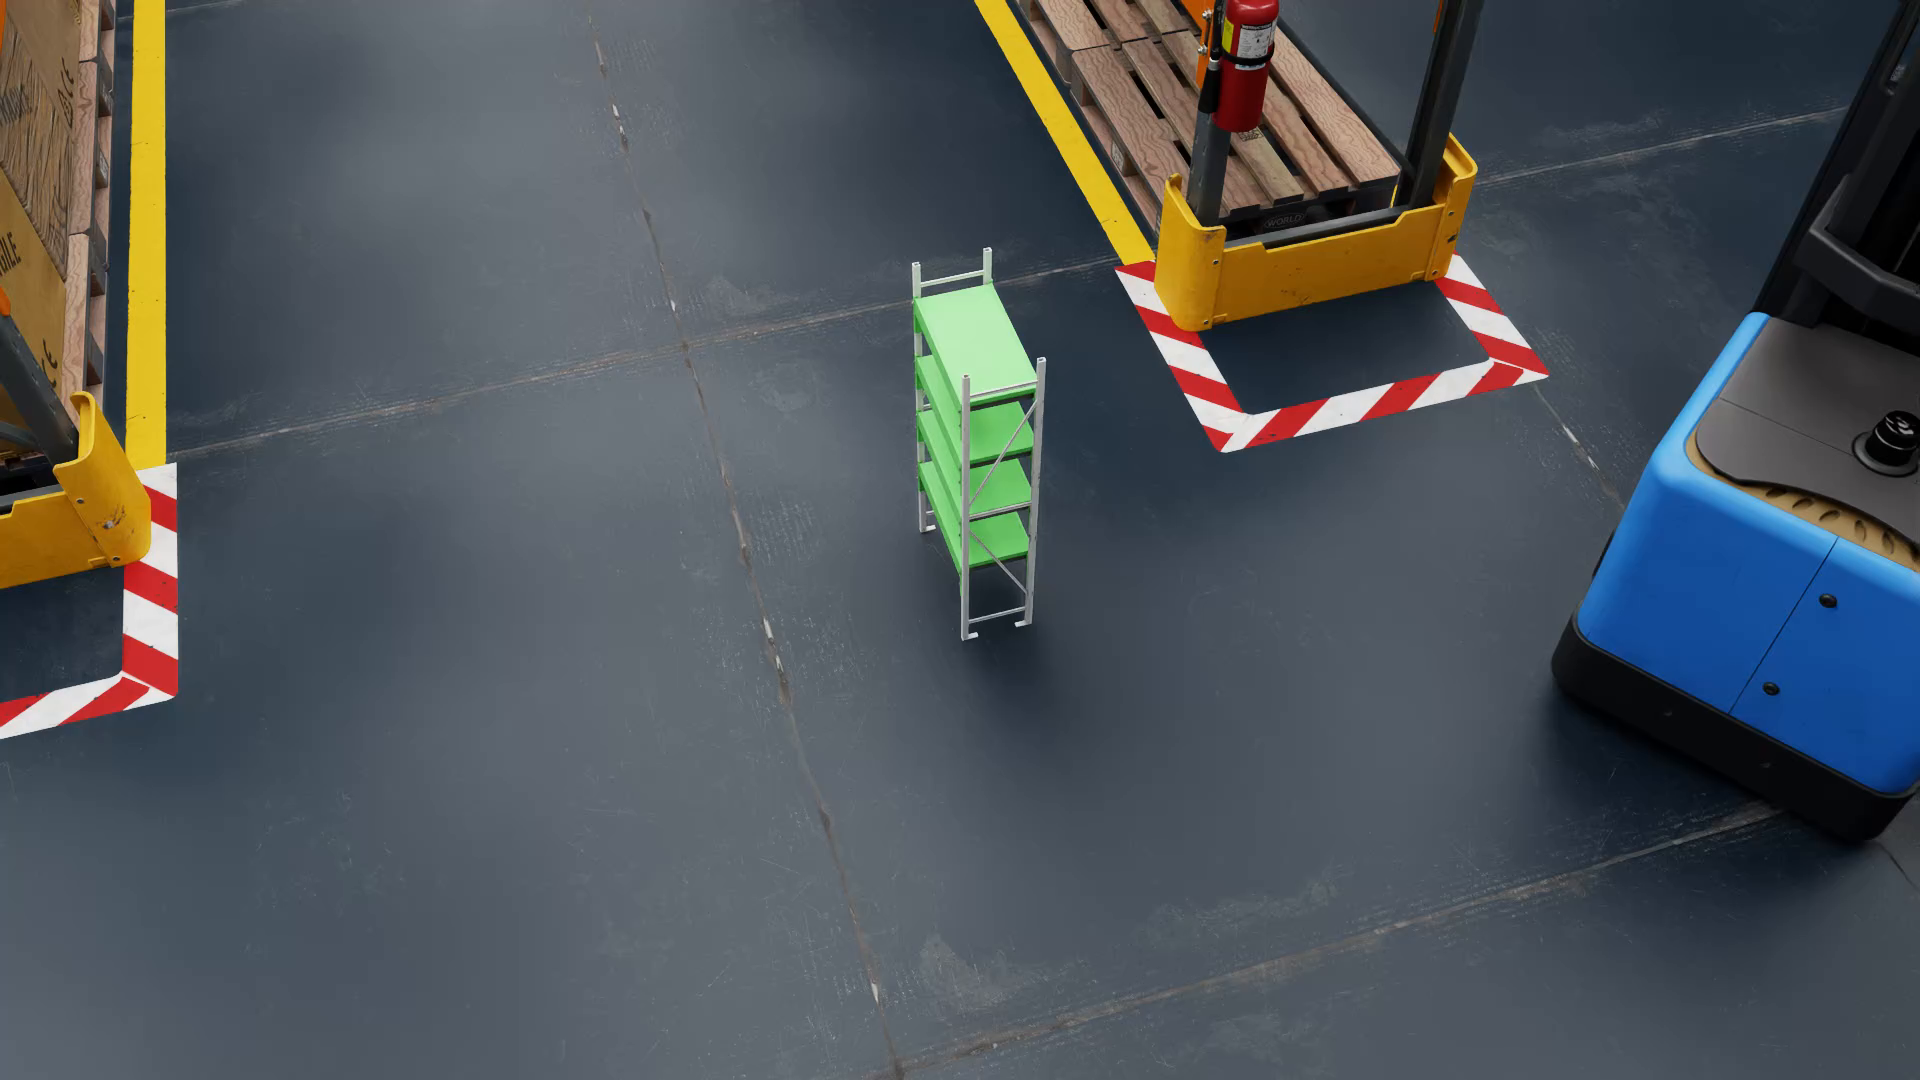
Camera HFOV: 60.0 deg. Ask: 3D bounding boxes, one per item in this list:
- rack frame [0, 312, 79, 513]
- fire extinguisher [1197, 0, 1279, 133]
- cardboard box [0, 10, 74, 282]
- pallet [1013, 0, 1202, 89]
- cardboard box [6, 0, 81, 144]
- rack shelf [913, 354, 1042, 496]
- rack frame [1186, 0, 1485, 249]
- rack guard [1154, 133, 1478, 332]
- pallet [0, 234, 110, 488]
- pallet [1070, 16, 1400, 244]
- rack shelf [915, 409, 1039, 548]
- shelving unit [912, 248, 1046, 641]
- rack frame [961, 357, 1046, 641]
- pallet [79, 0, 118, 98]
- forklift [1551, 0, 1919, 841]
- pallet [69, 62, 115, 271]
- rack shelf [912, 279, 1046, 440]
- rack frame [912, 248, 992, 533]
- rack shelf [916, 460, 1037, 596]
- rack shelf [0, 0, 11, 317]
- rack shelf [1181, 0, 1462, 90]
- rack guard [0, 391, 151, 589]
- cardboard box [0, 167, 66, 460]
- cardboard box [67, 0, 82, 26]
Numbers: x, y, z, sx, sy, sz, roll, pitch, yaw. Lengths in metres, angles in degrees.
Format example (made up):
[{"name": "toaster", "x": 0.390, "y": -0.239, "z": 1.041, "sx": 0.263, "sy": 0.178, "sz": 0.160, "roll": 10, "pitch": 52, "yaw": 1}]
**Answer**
[{"name": "rack frame", "x": -3.389, "y": -0.911, "z": 4.556, "sx": 1.000, "sy": 3.000, "sz": 0.127, "roll": -13, "pitch": 51, "yaw": -11}, {"name": "fire extinguisher", "x": 0.953, "y": -1.672, "z": 5.493, "sx": 0.296, "sy": 0.674, "sz": 0.183, "roll": -13, "pitch": 51, "yaw": -11}, {"name": "cardboard box", "x": -3.923, "y": -1.475, "z": 6.147, "sx": 0.875, "sy": 0.875, "sz": 0.875, "roll": -13, "pitch": 51, "yaw": -11}, {"name": "pallet", "x": 0.779, "y": -2.632, "z": 7.831, "sx": 1.003, "sy": 0.211, "sz": 1.213, "roll": -13, "pitch": 51, "yaw": -11}, {"name": "cardboard box", "x": -4.187, "y": -2.125, "z": 6.695, "sx": 0.875, "sy": 0.875, "sz": 0.875, "roll": -13, "pitch": 51, "yaw": -11}, {"name": "rack shelf", "x": 0.049, "y": -0.379, "z": 5.055, "sx": 0.258, "sy": 0.148, "sz": 0.480, "roll": -13, "pitch": 51, "yaw": -11}, {"name": "rack frame", "x": 1.343, "y": -2.030, "z": 5.500, "sx": 1.000, "sy": 3.000, "sz": 0.127, "roll": -13, "pitch": 51, "yaw": -11}, {"name": "rack guard", "x": 1.362, "y": -1.210, "z": 6.443, "sx": 1.175, "sy": 0.500, "sz": 0.348, "roll": -13, "pitch": 51, "yaw": -11}, {"name": "pallet", "x": -3.700, "y": -0.578, "z": 6.099, "sx": 1.003, "sy": 0.211, "sz": 1.213, "roll": -13, "pitch": 51, "yaw": -11}, {"name": "pallet", "x": 1.136, "y": -1.743, "z": 7.081, "sx": 1.003, "sy": 0.211, "sz": 1.213, "roll": -13, "pitch": 51, "yaw": -11}, {"name": "rack shelf", "x": 0.049, "y": -0.225, "z": 5.238, "sx": 0.258, "sy": 0.148, "sz": 0.480, "roll": -13, "pitch": 51, "yaw": -11}, {"name": "shelving unit", "x": 0.049, "y": -0.266, "z": 5.189, "sx": 0.258, "sy": 1.200, "sz": 0.503, "roll": -13, "pitch": 51, "yaw": -11}, {"name": "rack frame", "x": 0.121, "y": -0.088, "z": 5.039, "sx": 0.240, "sy": 1.200, "sz": 0.015, "roll": -13, "pitch": 51, "yaw": -11}, {"name": "pallet", "x": -4.421, "y": -2.360, "z": 7.602, "sx": 1.003, "sy": 0.211, "sz": 1.213, "roll": -13, "pitch": 51, "yaw": -11}, {"name": "forklift", "x": 3.183, "y": -1.140, "z": 4.794, "sx": 1.130, "sy": 2.935, "sz": 3.031, "roll": 30, "pitch": 56, "yaw": 23}, {"name": "pallet", "x": -4.057, "y": -1.468, "z": 6.849, "sx": 1.003, "sy": 0.211, "sz": 1.213, "roll": -13, "pitch": 51, "yaw": -11}, {"name": "rack shelf", "x": 0.049, "y": -0.534, "z": 4.871, "sx": 0.258, "sy": 0.148, "sz": 0.480, "roll": -13, "pitch": 51, "yaw": -11}, {"name": "rack frame", "x": -0.023, "y": -0.444, "z": 5.340, "sx": 0.240, "sy": 1.200, "sz": 0.015, "roll": -13, "pitch": 51, "yaw": -11}, {"name": "rack shelf", "x": 0.049, "y": -0.070, "z": 5.422, "sx": 0.258, "sy": 0.148, "sz": 0.480, "roll": -13, "pitch": 51, "yaw": -11}, {"name": "rack shelf", "x": -3.980, "y": -2.139, "z": 6.062, "sx": 1.077, "sy": 0.370, "sz": 4.000, "roll": -13, "pitch": 51, "yaw": -11}, {"name": "rack shelf", "x": 0.751, "y": -3.259, "z": 7.006, "sx": 1.077, "sy": 0.370, "sz": 4.000, "roll": -13, "pitch": 51, "yaw": -11}, {"name": "rack guard", "x": -3.382, "y": -0.087, "z": 5.497, "sx": 1.175, "sy": 0.500, "sz": 0.348, "roll": -13, "pitch": 51, "yaw": -11}, {"name": "cardboard box", "x": -3.654, "y": -0.810, "z": 5.586, "sx": 0.875, "sy": 0.875, "sz": 0.875, "roll": -13, "pitch": 51, "yaw": -11}, {"name": "cardboard box", "x": -4.453, "y": -2.782, "z": 7.249, "sx": 0.875, "sy": 0.875, "sz": 0.875, "roll": -13, "pitch": 51, "yaw": -11}]
